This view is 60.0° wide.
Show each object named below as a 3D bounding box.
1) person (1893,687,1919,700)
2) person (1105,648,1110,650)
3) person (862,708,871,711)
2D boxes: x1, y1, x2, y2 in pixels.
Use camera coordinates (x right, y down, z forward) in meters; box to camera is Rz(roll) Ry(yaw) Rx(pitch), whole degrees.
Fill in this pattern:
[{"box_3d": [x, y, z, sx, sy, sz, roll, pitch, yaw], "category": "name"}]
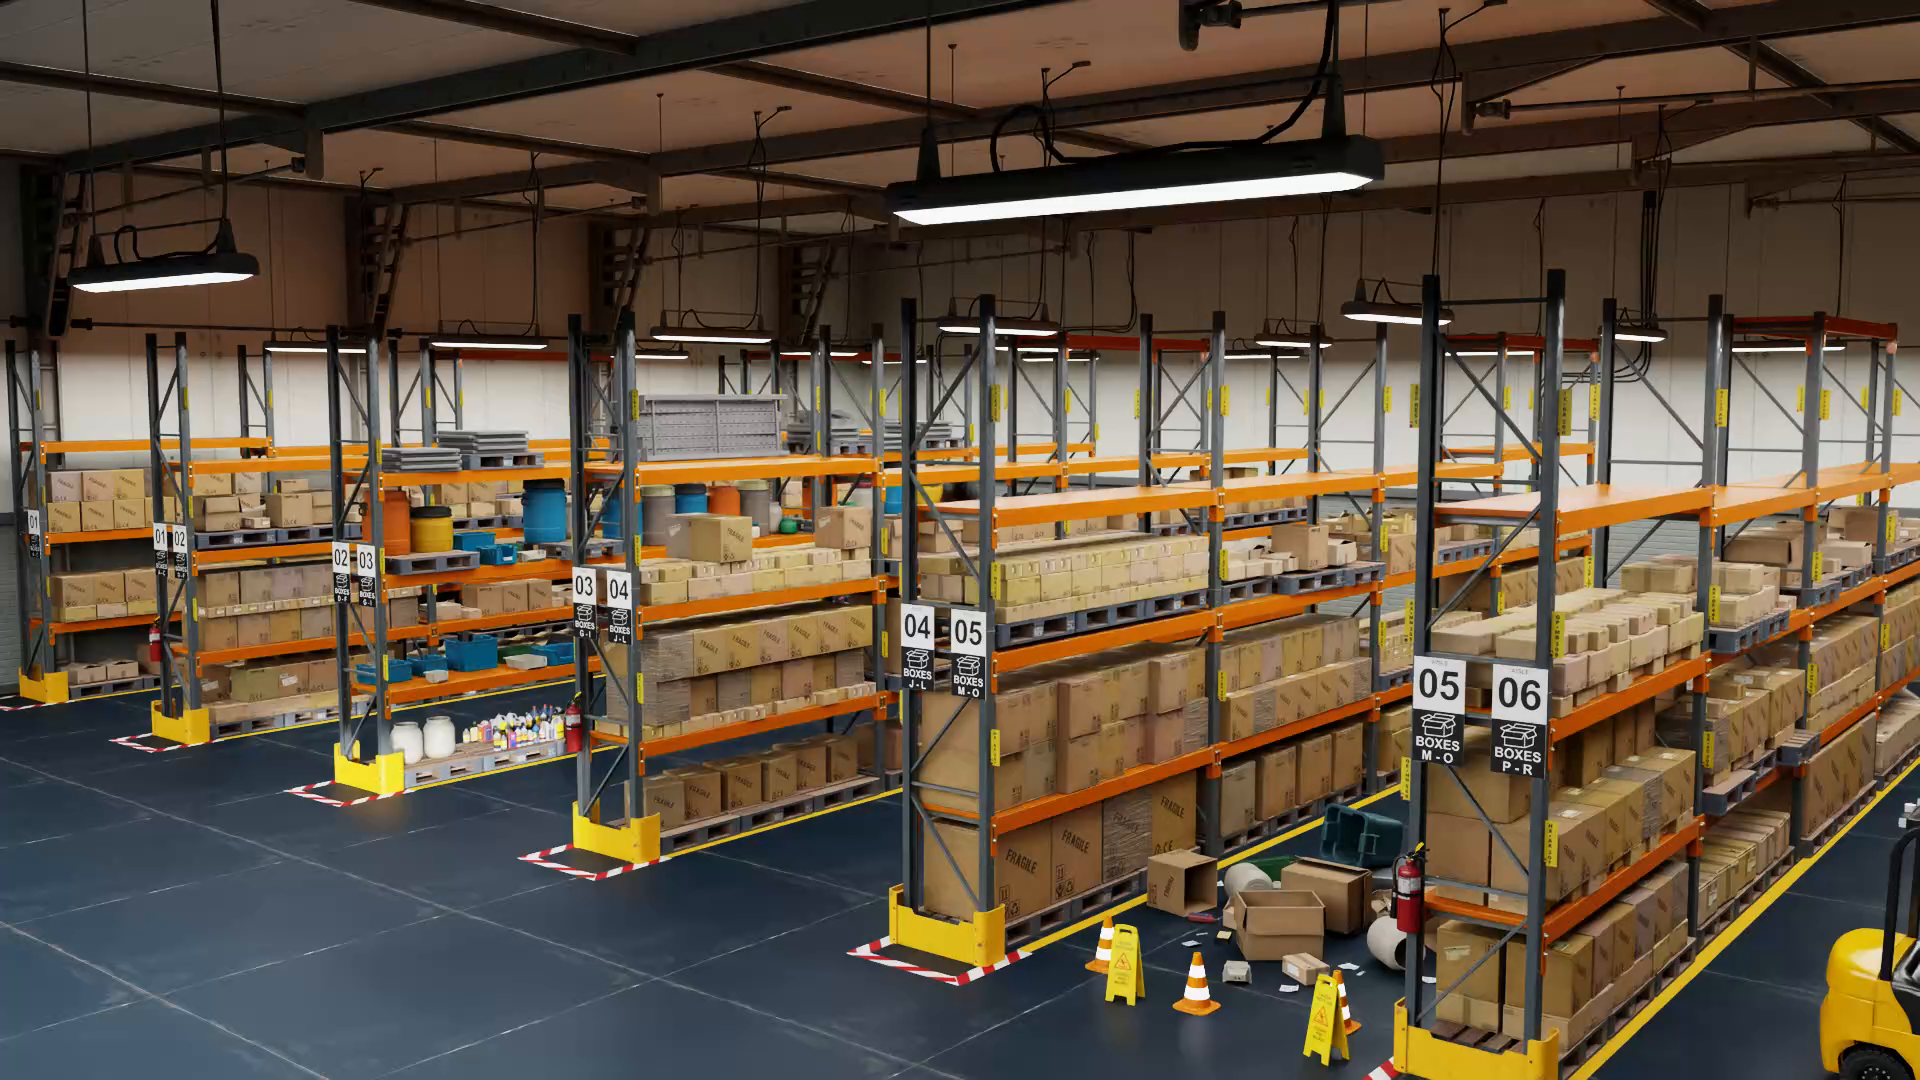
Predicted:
[{"box_3d": [14.906, 1.923, 26.523, 0.876, 1.682, 0.578, 3, 6, 31], "category": "person"}, {"box_3d": [2.164, 1.986, 23.309, 0.565, 1.804, 0.889, 5, 7, 41], "category": "person"}, {"box_3d": [-1.338, 1.837, 25.583, 0.464, 1.527, 0.703, 3, 6, 31], "category": "person"}]
